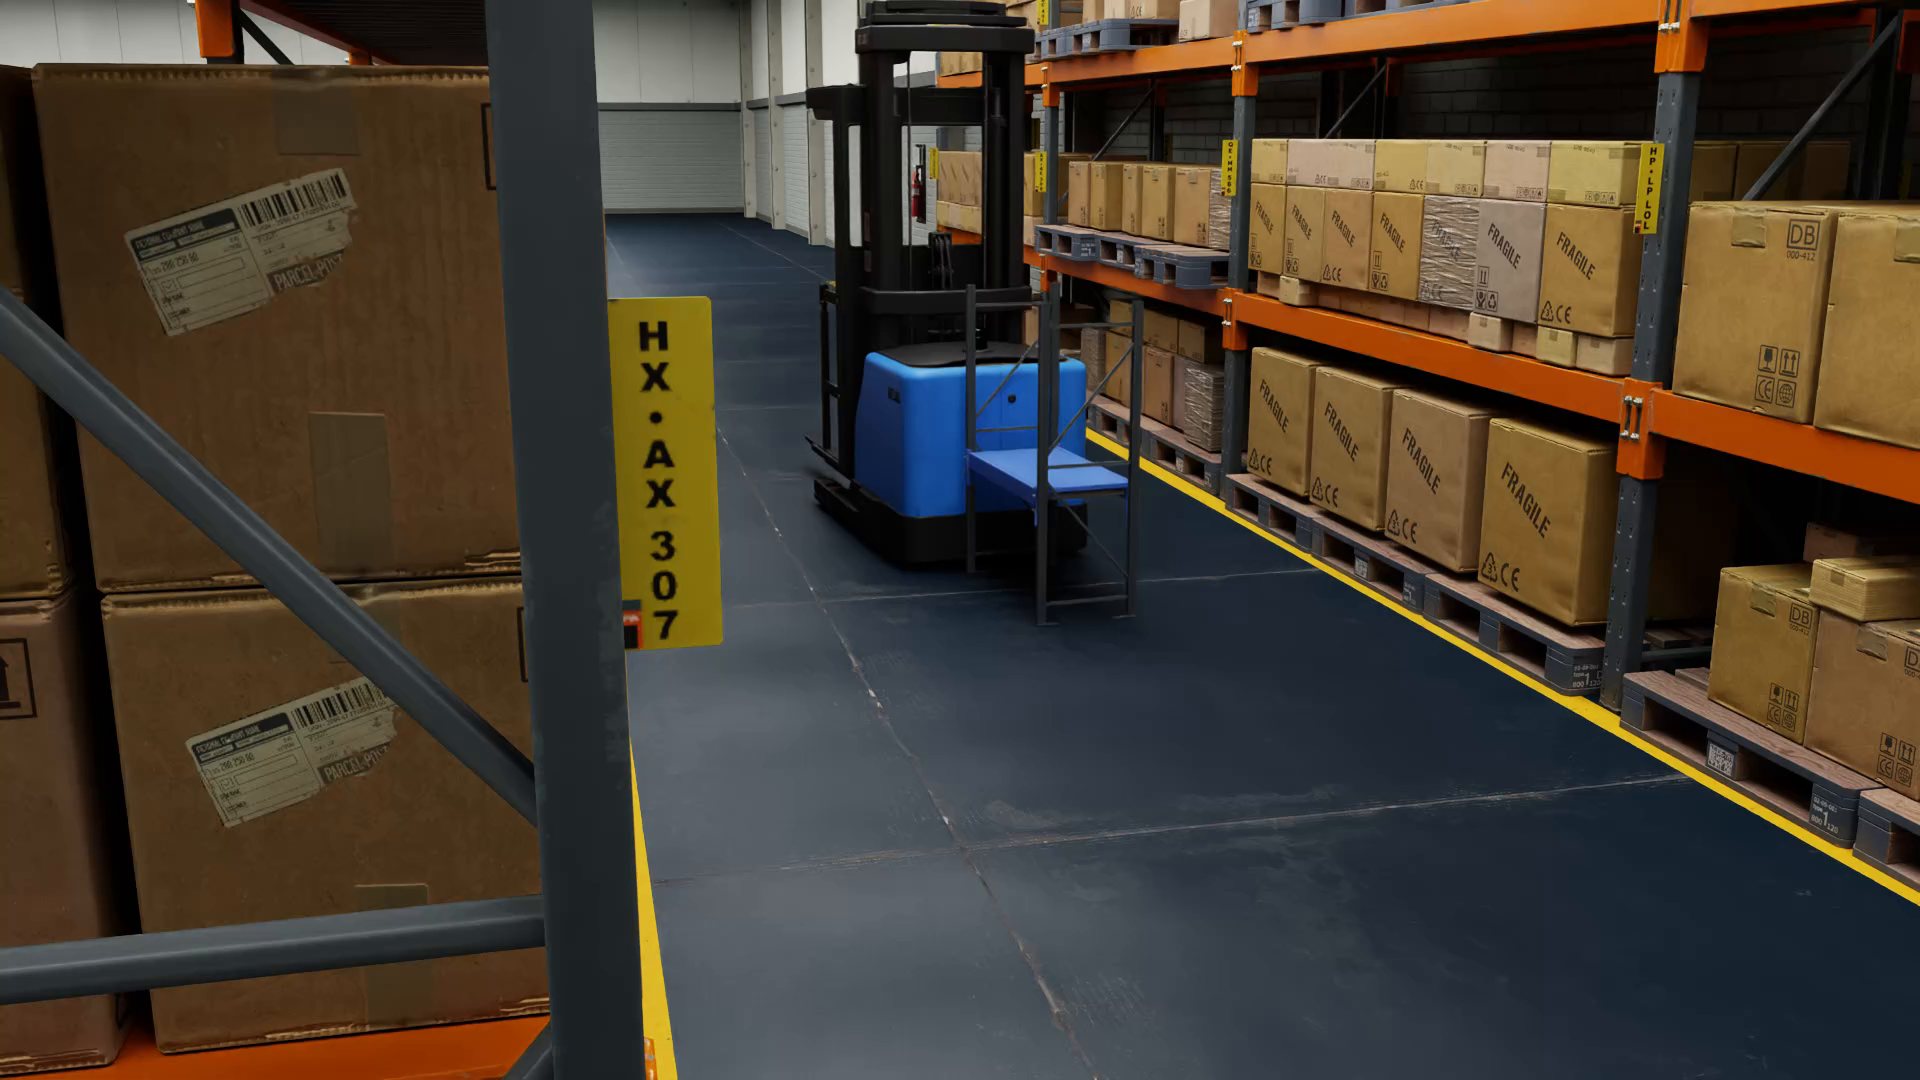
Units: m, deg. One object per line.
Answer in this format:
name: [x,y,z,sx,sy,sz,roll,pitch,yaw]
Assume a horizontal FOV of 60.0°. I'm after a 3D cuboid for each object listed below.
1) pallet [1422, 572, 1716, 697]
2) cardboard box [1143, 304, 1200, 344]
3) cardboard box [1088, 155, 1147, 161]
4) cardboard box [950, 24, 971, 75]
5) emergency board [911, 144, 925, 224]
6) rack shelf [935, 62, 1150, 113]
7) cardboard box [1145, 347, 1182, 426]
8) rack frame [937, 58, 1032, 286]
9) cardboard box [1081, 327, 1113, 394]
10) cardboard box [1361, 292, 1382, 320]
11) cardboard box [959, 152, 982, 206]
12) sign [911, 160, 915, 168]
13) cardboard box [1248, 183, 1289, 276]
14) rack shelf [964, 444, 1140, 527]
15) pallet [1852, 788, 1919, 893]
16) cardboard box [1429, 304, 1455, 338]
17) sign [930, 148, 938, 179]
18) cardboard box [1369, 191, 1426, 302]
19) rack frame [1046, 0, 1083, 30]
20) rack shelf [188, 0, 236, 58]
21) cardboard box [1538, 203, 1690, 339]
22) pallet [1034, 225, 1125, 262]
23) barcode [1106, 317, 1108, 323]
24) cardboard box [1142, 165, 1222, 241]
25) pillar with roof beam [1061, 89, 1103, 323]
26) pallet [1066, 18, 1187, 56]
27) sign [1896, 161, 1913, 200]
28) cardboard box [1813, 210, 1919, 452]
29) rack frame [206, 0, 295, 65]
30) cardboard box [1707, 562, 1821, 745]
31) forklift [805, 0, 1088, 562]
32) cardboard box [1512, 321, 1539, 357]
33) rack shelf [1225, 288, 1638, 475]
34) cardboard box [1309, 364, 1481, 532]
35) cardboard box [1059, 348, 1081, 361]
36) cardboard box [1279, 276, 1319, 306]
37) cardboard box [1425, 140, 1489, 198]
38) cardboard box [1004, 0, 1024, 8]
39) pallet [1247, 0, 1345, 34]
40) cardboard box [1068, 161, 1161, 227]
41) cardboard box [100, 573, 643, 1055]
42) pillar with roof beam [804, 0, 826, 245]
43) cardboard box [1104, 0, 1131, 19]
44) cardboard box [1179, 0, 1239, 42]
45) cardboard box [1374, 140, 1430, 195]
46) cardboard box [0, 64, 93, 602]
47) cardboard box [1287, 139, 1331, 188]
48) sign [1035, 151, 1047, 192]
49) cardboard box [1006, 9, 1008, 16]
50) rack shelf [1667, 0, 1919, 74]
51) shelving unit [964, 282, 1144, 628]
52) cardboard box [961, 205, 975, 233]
pallet: [2.821,0.374,7.450,1.003,0.211,1.213,-3,14,-13]
cardboard box: [1.618,-1.626,12.520,0.500,0.250,0.500,-4,14,-15]
cardboard box: [1.289,-3.073,14.379,0.500,0.500,0.500,-4,14,-14]
cardboard box: [0.184,-4.873,16.480,0.500,0.500,0.500,-2,14,-9]
emergency board: [-0.690,-5.418,25.283,0.194,1.169,0.643,-3,14,-13]
rack shelf: [0.727,-4.221,15.579,1.077,0.370,4.000,-3,14,-13]
cardboard box: [1.764,-1.130,12.072,0.700,0.500,0.500,-3,14,-13]
rack frame: [0.257,-3.575,17.738,1.000,3.000,0.127,-3,14,-13]
cardboard box: [1.385,-1.482,13.515,0.700,0.500,0.500,-3,14,-11]
cardboard box: [2.317,-1.233,8.640,0.380,0.149,0.250,-3,14,-12]
cardboard box: [0.299,-3.515,16.187,0.500,0.500,0.500,-4,14,-15]
sign: [-0.727,-5.824,25.755,0.001,0.109,0.331,-3,14,-13]
cardboard box: [2.001,-1.806,9.618,0.500,0.500,0.500,-3,14,-12]
rack shelf: [0.432,-0.282,8.180,0.538,0.185,1.000,-5,14,-18]
pallet: [3.468,1.010,4.848,1.003,0.211,1.213,-3,14,-13]
cardboard box: [2.465,-1.052,7.899,0.380,0.149,0.250,-4,14,-15]
sign: [-0.270,-3.965,17.512,0.100,0.325,0.005,-3,14,-13]
cardboard box: [2.360,-1.450,8.162,0.500,0.500,0.500,-3,14,-12]
rack frame: [1.196,-5.566,13.249,1.000,3.000,0.127,-3,14,-13]
rack shelf: [-1.269,-1.176,3.115,1.077,0.370,4.000,-3,14,-13]
cardboard box: [2.722,-1.102,6.736,0.500,0.500,0.500,-4,14,-14]
pallet: [1.235,-2.374,13.229,1.003,0.211,1.213,-3,14,-13]
barcode: [1.303,-1.945,14.733,0.001,0.075,0.075,-3,14,-13]
cardboard box: [1.702,-2.385,11.733,0.700,0.500,0.500,-3,14,-13]
pillar with roof beam: [-2.922,-6.136,15.581,9.100,9.000,0.400,-3,14,-13]
pallet: [1.484,-3.630,12.042,1.213,0.211,1.003,-3,14,-13]
sign: [3.614,-1.297,6.423,0.100,0.325,0.005,-3,14,-13]
cardboard box: [3.353,-0.657,5.165,0.980,0.700,0.700,-4,14,-15]
rack frame: [-1.739,-0.529,5.274,1.000,3.000,0.127,-3,14,-13]
cardboard box: [3.151,0.382,5.925,0.700,0.500,0.500,-3,14,-12]
forklift: [-0.263,-1.611,9.845,1.130,2.935,3.031,-5,14,-18]
cardboard box: [2.621,-0.875,7.177,0.380,0.149,0.250,-3,14,-11]
rack shelf: [2.606,-0.918,8.381,1.077,0.370,4.000,-3,14,-13]
cardboard box: [2.381,-0.509,8.837,0.750,0.750,0.750,-3,14,-13]
cardboard box: [1.042,-1.611,14.744,0.380,0.166,0.250,-5,15,-21]
cardboard box: [2.019,-1.403,9.338,0.380,0.149,0.250,-3,14,-11]
cardboard box: [2.486,-1.703,7.618,0.500,0.250,0.500,-3,14,-12]
cardboard box: [0.676,-4.880,14.402,0.500,0.500,0.500,-3,14,-10]
pallet: [2.339,-2.949,9.255,1.213,0.211,1.003,-3,14,-11]
cardboard box: [1.283,-2.795,13.409,0.700,0.500,0.500,-3,14,-13]
cardboard box: [-0.647,0.228,1.964,0.500,0.500,0.500,-3,14,-12]
pillar with roof beam: [-7.150,-10.288,32.577,9.100,9.000,0.400,-3,14,-13]
cardboard box: [1.392,-3.997,12.450,0.500,0.311,0.500,-3,14,-11]
cardboard box: [1.704,-3.304,10.455,0.500,0.311,0.500,-3,14,-13]
cardboard box: [2.366,-1.821,8.099,0.500,0.250,0.500,-4,14,-14]
cardboard box: [-1.171,-0.228,1.724,0.500,0.500,0.500,-3,14,-14]
cardboard box: [2.119,-2.053,9.051,0.500,0.250,0.500,-3,14,-14]
sign: [0.671,-3.040,13.728,0.100,0.325,0.005,-3,14,-13]
cardboard box: [0.564,-4.513,15.007,0.500,0.500,0.500,-4,14,-15]
rack shelf: [3.545,-1.453,4.248,1.077,0.370,4.000,-3,14,-13]
shelving unit: [0.432,-0.457,8.137,0.538,1.500,1.048,-5,14,-18]
cardboard box: [0.313,-3.144,16.251,0.500,0.250,0.500,-4,14,-14]
